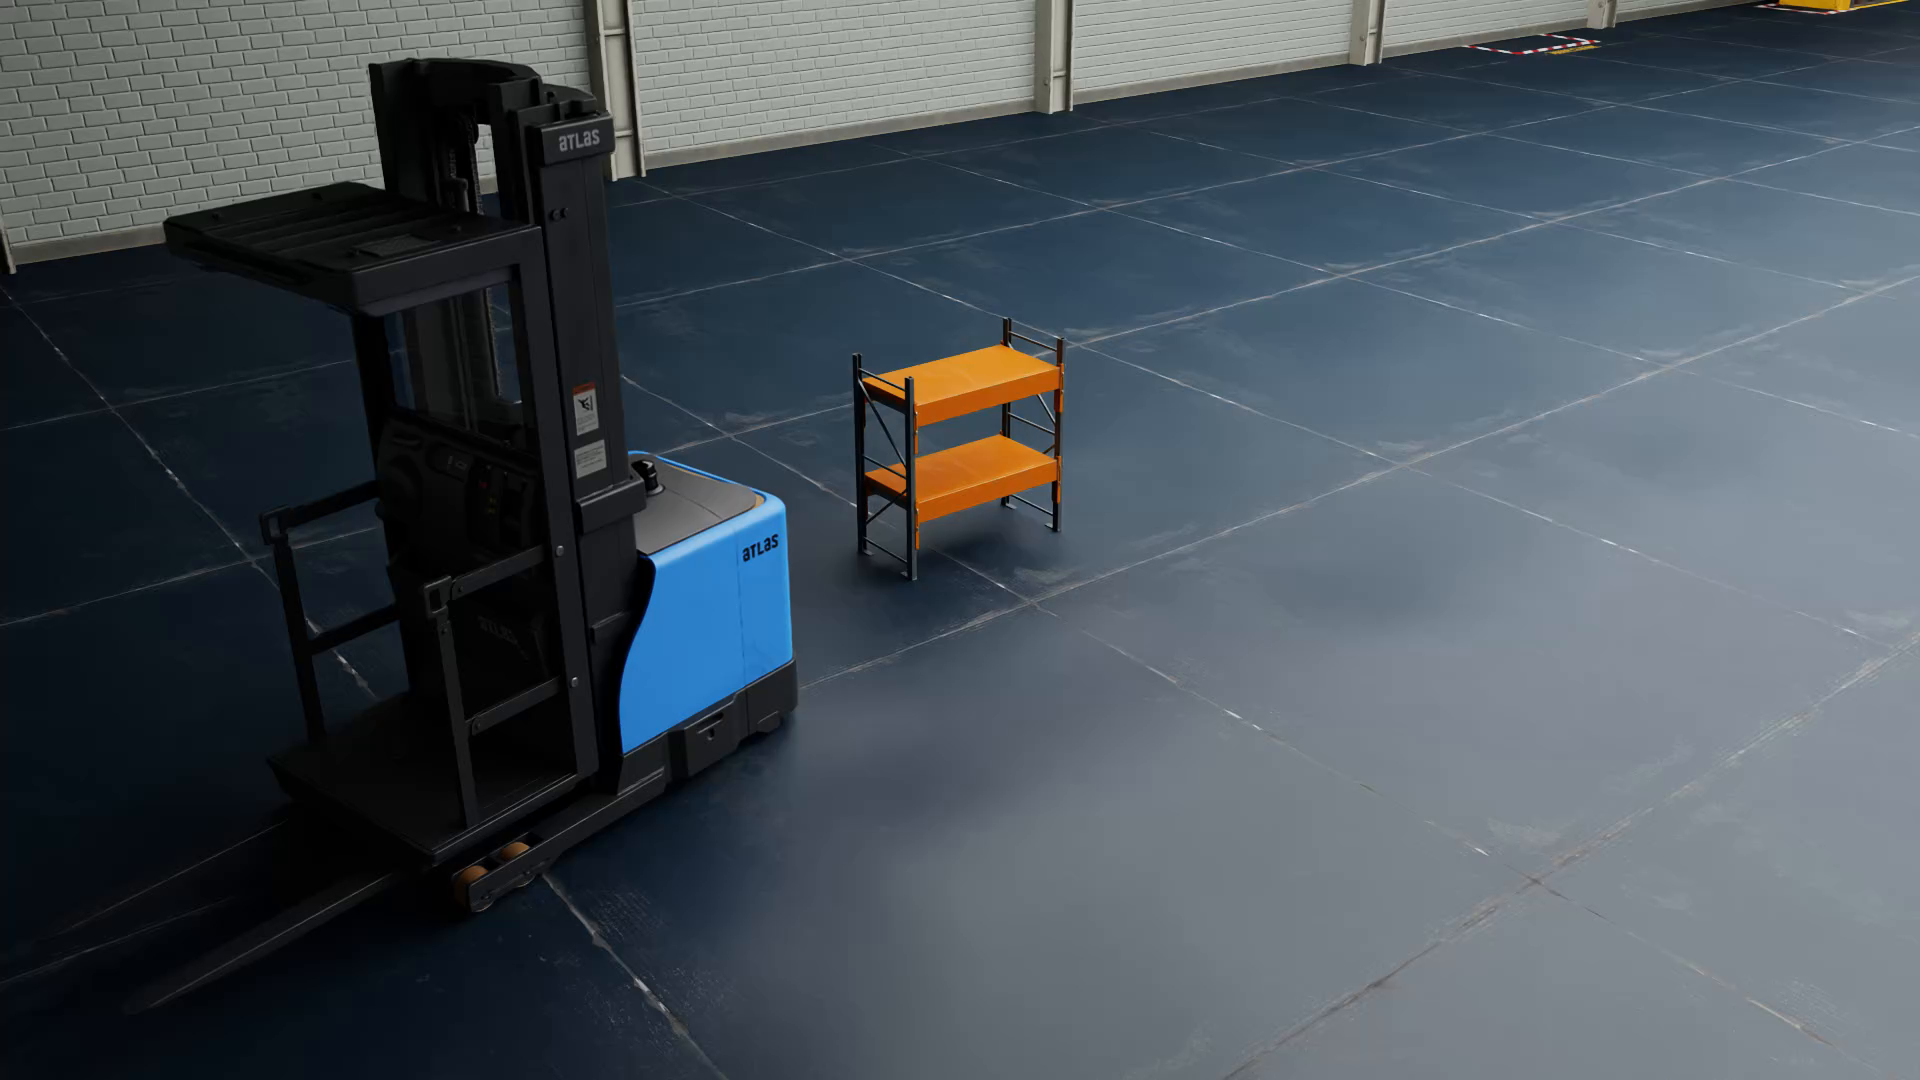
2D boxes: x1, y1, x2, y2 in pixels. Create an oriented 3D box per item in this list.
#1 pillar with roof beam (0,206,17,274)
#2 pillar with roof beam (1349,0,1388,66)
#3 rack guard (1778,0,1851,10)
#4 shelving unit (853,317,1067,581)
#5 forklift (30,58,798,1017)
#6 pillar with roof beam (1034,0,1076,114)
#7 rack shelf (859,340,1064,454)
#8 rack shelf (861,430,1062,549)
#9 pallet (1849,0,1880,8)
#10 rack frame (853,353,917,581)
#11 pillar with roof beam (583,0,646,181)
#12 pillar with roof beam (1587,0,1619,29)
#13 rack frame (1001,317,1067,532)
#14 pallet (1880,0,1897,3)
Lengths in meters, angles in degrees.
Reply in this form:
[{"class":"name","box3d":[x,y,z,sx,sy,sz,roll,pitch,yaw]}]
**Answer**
[{"class":"pillar with roof beam","box3d":[-5.618,-4.927,9.177,0.400,9.000,9.100,-18,31,-34]},{"class":"pillar with roof beam","box3d":[8.547,-9.603,19.252,0.400,9.000,9.100,-18,31,-34]},{"class":"rack guard","box3d":[15.376,-9.843,29.864,0.348,0.500,1.175,-18,31,-34]},{"class":"shelving unit","box3d":[0.005,-0.512,9.017,1.048,1.125,0.538,-18,31,-34]},{"class":"forklift","box3d":[-2.032,-0.170,6.136,1.130,2.935,3.031,18,31,34]},{"class":"pillar with roof beam","box3d":[3.825,-8.044,15.894,0.400,9.000,9.100,-18,31,-34]},{"class":"rack shelf","box3d":[0.005,-0.777,8.894,1.000,0.278,0.538,-18,31,-34]},{"class":"rack shelf","box3d":[0.005,-0.290,9.120,1.000,0.278,0.538,-18,31,-34]},{"class":"pallet","box3d":[16.037,-9.911,30.354,1.213,0.211,1.003,-18,31,-34]},{"class":"rack frame","box3d":[-0.395,-0.380,8.732,0.032,1.125,0.500,-18,31,-34]},{"class":"pillar with roof beam","box3d":[-0.896,-6.486,12.535,0.400,9.000,9.100,-18,31,-34]},{"class":"pillar with roof beam","box3d":[13.268,-11.162,22.610,0.400,9.000,9.100,-18,31,-34]},{"class":"rack frame","box3d":[0.405,-0.644,9.302,0.032,1.125,0.500,-18,31,-34]},{"class":"pallet","box3d":[16.996,-10.226,31.033,1.213,0.211,1.003,-18,31,-34]}]
